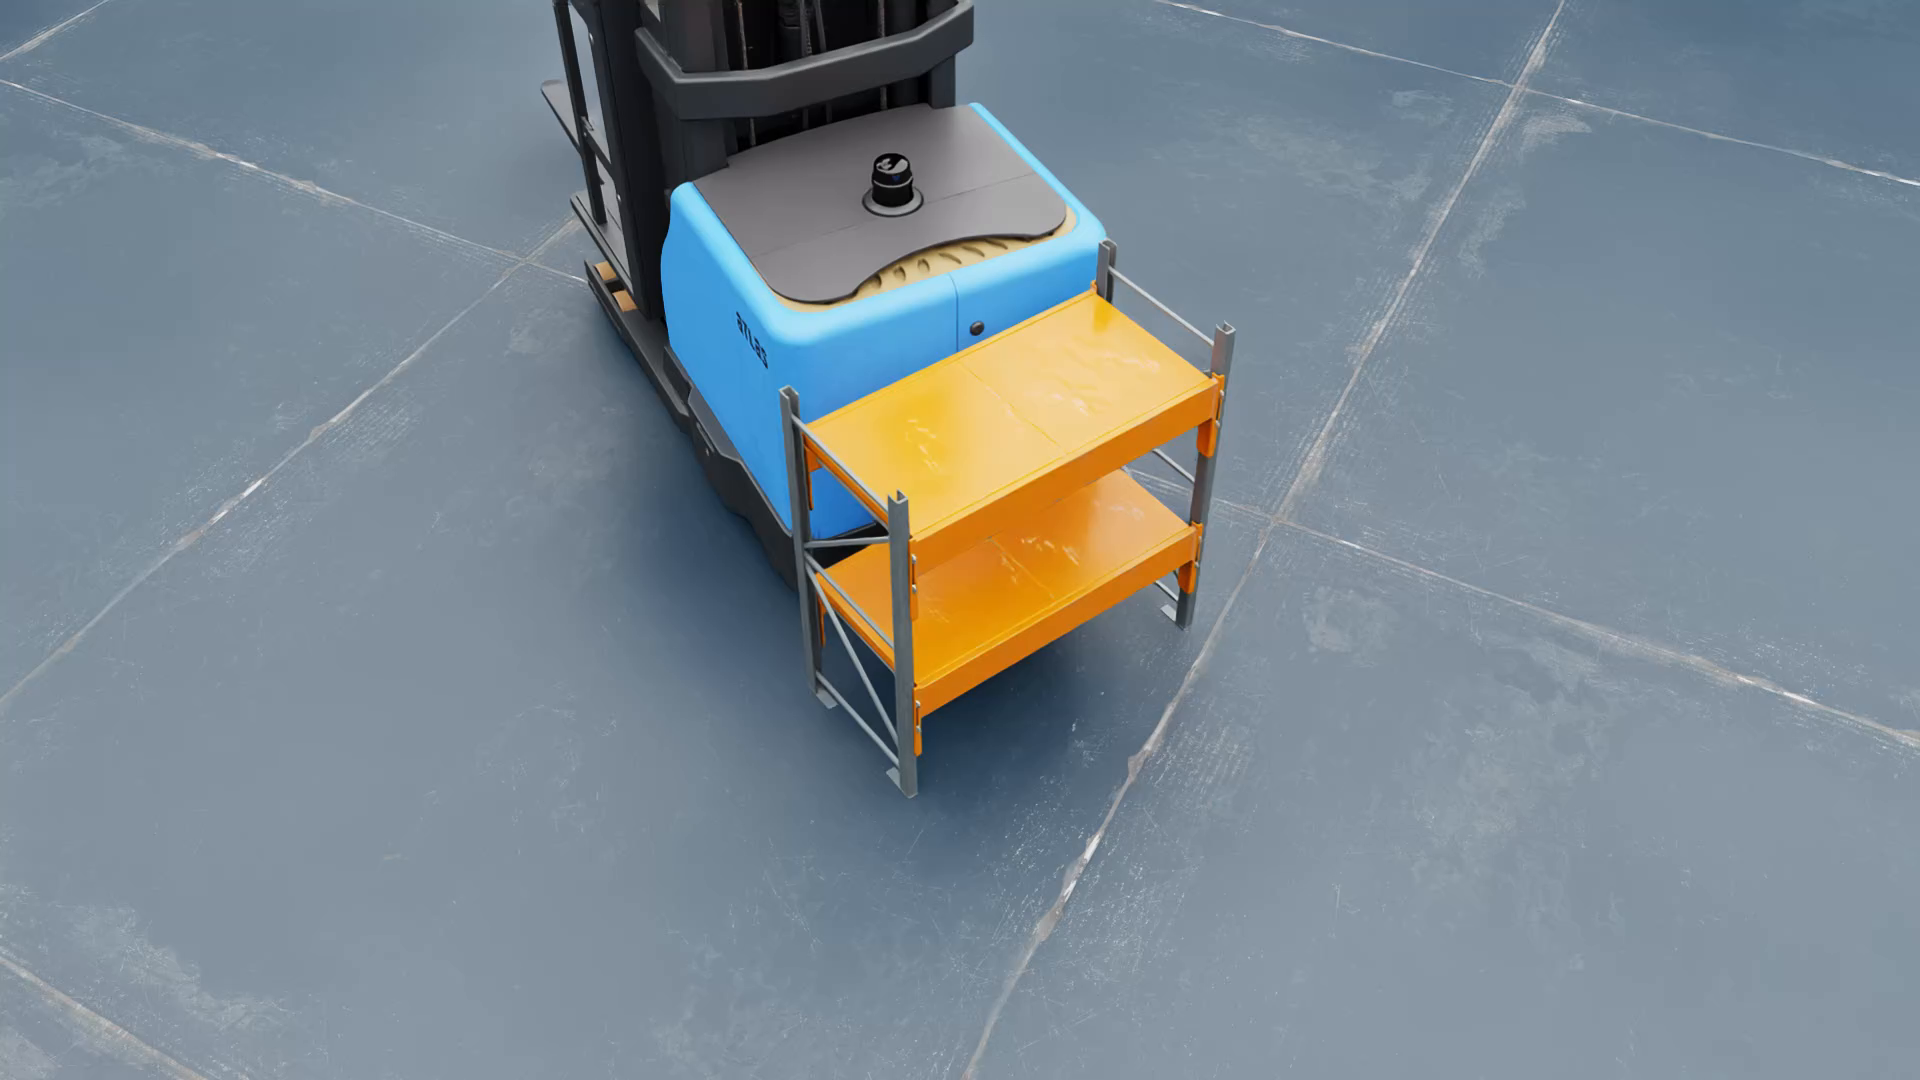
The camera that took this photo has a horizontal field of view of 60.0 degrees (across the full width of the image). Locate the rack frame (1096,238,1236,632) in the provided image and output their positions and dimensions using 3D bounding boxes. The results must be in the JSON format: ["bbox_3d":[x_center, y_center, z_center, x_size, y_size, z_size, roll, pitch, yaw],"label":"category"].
[{"bbox_3d":[0.534,-0.269,4.725,0.032,1.125,0.500,-28,52,-25],"label":"rack frame"}]

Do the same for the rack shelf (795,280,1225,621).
[{"bbox_3d":[0.128,-0.257,4.302,1.000,0.278,0.538,-28,52,-25],"label":"rack shelf"}]

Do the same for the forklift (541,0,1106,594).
[{"bbox_3d":[-0.707,-1.902,5.069,1.130,2.935,3.031,-21,49,-19],"label":"forklift"}]

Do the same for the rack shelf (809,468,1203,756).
[{"bbox_3d":[0.128,0.120,4.684,1.000,0.278,0.538,-28,52,-25],"label":"rack shelf"}]

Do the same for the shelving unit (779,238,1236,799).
[{"bbox_3d":[0.128,-0.052,4.510,1.048,1.125,0.538,-28,52,-25],"label":"shelving unit"}]

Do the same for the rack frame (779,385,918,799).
[{"bbox_3d":[-0.278,0.166,4.295,0.032,1.125,0.500,-28,52,-25],"label":"rack frame"}]
